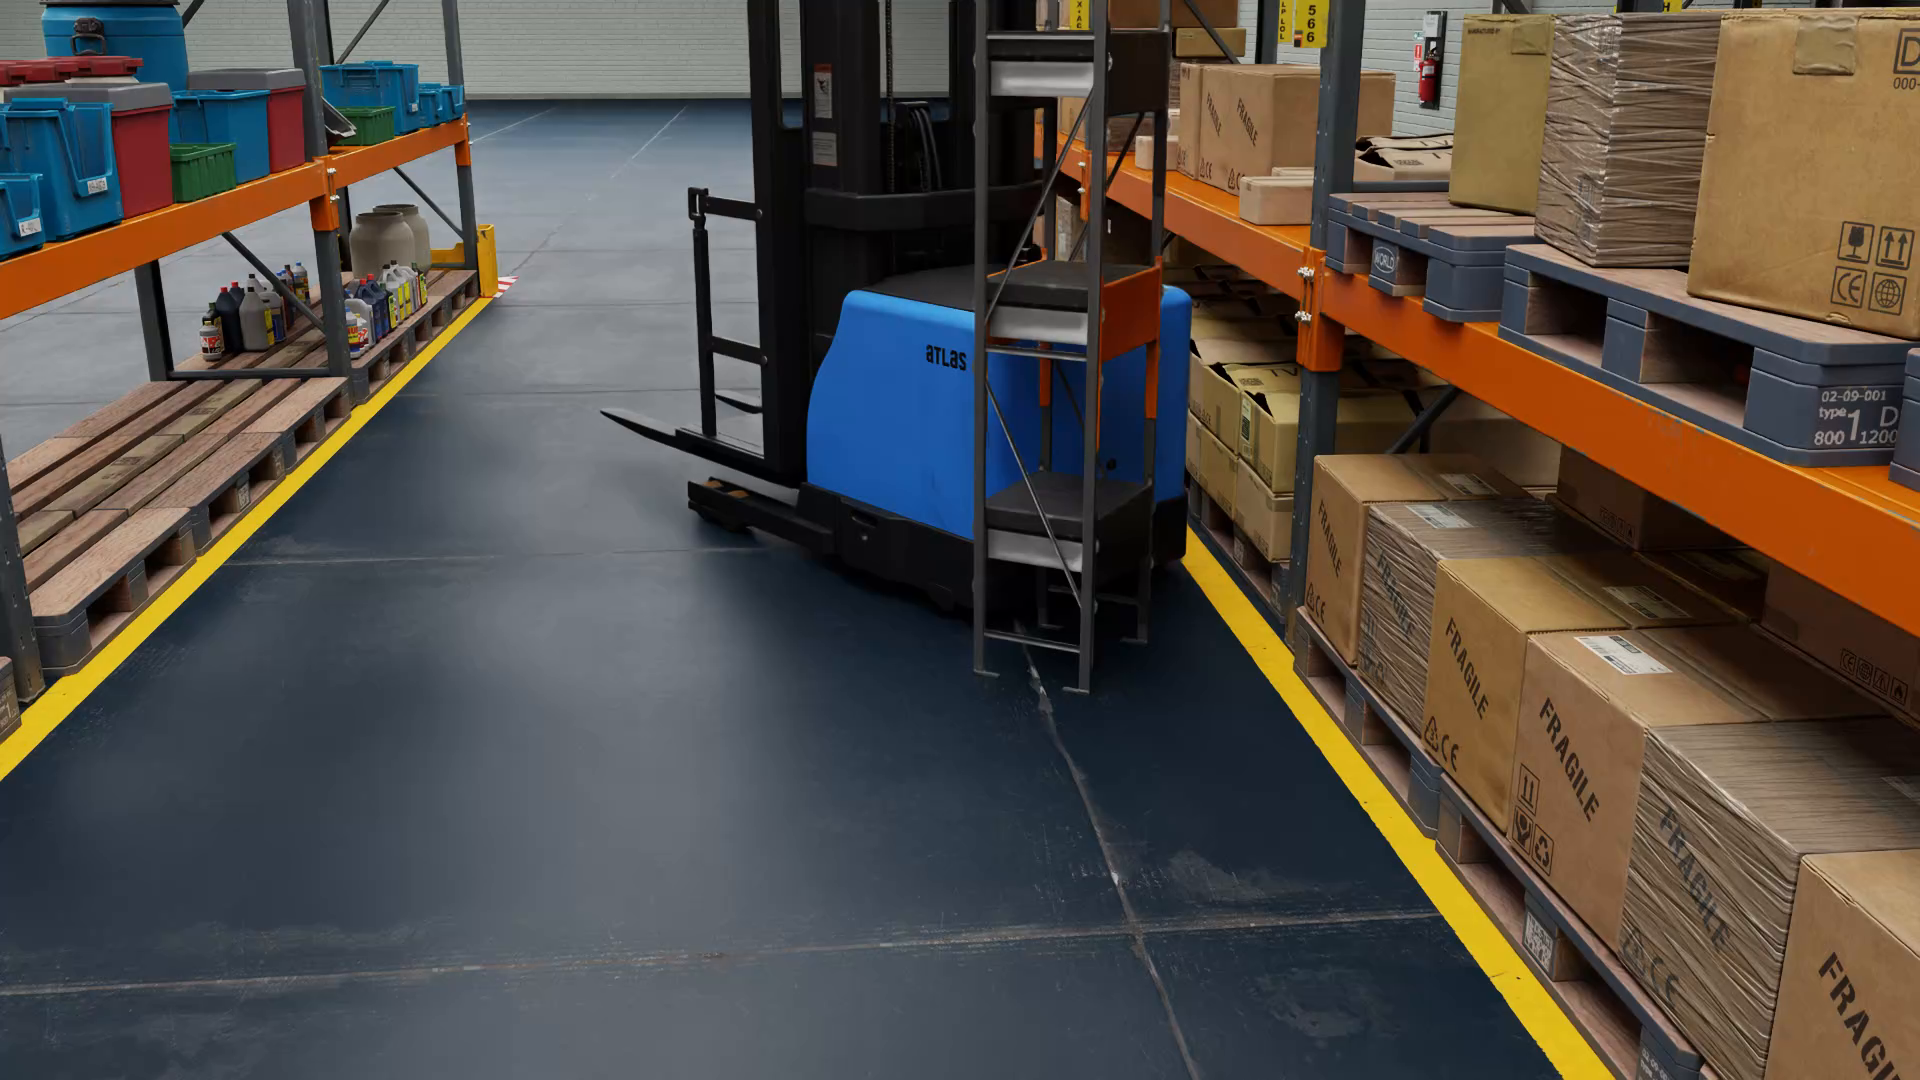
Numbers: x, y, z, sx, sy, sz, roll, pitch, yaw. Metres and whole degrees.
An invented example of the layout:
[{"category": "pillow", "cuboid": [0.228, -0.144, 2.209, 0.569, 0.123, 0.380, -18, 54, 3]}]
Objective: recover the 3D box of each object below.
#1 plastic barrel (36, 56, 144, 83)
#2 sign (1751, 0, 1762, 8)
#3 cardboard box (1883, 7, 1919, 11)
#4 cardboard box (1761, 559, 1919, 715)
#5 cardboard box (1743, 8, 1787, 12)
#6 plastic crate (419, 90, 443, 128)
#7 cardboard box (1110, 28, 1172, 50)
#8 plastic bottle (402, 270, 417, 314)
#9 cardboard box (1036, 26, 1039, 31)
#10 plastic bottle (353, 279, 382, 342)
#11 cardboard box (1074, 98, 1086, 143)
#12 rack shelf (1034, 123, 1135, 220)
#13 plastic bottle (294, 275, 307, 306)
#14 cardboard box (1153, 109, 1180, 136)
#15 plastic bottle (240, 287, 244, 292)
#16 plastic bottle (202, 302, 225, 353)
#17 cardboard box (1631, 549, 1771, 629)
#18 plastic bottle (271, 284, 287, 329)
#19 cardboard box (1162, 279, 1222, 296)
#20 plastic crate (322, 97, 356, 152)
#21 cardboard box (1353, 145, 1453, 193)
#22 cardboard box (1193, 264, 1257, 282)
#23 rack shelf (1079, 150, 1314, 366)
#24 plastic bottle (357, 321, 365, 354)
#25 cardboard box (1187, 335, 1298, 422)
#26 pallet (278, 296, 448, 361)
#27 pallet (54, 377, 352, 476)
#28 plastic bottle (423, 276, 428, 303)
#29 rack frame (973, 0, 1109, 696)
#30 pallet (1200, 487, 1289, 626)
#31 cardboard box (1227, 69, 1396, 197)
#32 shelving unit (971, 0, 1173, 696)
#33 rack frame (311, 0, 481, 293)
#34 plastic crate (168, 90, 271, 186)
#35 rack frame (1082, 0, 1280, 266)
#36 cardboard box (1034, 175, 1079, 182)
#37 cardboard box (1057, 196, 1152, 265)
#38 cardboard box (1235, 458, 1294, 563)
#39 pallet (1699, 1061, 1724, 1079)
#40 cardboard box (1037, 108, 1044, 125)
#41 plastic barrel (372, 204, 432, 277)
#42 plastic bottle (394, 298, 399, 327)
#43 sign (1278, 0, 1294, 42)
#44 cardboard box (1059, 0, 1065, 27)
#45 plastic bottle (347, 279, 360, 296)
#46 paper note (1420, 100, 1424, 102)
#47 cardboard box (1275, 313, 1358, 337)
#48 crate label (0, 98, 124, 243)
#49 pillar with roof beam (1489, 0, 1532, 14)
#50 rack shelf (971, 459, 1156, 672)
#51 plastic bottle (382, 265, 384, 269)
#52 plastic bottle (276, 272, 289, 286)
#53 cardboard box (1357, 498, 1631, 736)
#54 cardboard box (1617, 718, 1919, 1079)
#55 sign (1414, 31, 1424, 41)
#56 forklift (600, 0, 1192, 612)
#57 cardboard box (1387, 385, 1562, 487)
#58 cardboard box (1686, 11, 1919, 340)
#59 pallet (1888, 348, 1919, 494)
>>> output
[{"category": "plastic barrel", "cuboid": [-3.871, -1.893, 7.473, 0.433, 0.535, 0.433, 0, 17, 0]}, {"category": "sign", "cuboid": [6.245, -4.333, 13.009, 0.100, 0.325, 0.005, -2, 18, -6]}, {"category": "cardboard box", "cuboid": [5.747, -2.853, 9.723, 0.500, 0.500, 0.500, -2, 18, -6]}, {"category": "cardboard box", "cuboid": [2.038, 0.137, 3.419, 0.500, 0.250, 0.500, -2, 18, -7]}, {"category": "cardboard box", "cuboid": [5.594, -3.307, 11.169, 0.500, 0.500, 0.500, -1, 17, -4]}, {"category": "plastic crate", "cuboid": [-3.753, -2.908, 11.179, 0.499, 0.251, 0.408, -2, 18, -6]}, {"category": "cardboard box", "cuboid": [0.935, -2.704, 9.032, 0.380, 0.149, 0.250, -2, 18, -6]}, {"category": "plastic bottle", "cuboid": [-3.525, -1.572, 10.488, 0.152, 0.276, 0.135, -2, 18, -7]}, {"category": "cardboard box", "cuboid": [0.698, -3.390, 11.218, 0.380, 0.149, 0.250, -2, 18, -7]}, {"category": "plastic bottle", "cuboid": [-3.422, -1.320, 9.561, 0.144, 0.351, 0.185, -1, 17, -4]}, {"category": "cardboard box", "cuboid": [1.063, -2.609, 9.812, 0.700, 0.500, 0.500, -2, 18, -6]}, {"category": "rack shelf", "cuboid": [0.970, -2.525, 10.913, 1.077, 0.370, 4.000, -2, 18, -6]}, {"category": "plastic bottle", "cuboid": [-4.276, -1.606, 10.723, 0.097, 0.201, 0.097, 0, 17, 0]}, {"category": "cardboard box", "cuboid": [1.270, -2.055, 8.466, 0.500, 0.250, 0.500, -1, 17, -2]}, {"category": "plastic bottle", "cuboid": [-4.182, -1.322, 9.679, 0.061, 0.283, 0.133, -1, 17, -2]}, {"category": "plastic bottle", "cuboid": [-4.129, -1.167, 9.188, 0.061, 0.283, 0.133, -1, 17, -3]}, {"category": "cardboard box", "cuboid": [1.972, 0.328, 4.064, 0.500, 0.500, 0.500, -2, 18, -8]}, {"category": "plastic bottle", "cuboid": [-4.058, -1.381, 9.870, 0.061, 0.283, 0.133, -2, 18, -6]}, {"category": "cardboard box", "cuboid": [1.017, -1.148, 8.280, 0.500, 0.311, 0.500, -2, 18, -6]}, {"category": "plastic crate", "cuboid": [-3.679, -2.251, 8.942, 0.767, 0.338, 0.504, -2, 18, -6]}, {"category": "cardboard box", "cuboid": [1.595, -1.148, 5.474, 0.500, 0.311, 0.500, -1, 17, -2]}, {"category": "cardboard box", "cuboid": [1.503, -1.316, 8.816, 0.500, 0.311, 0.500, -2, 18, -6]}, {"category": "rack shelf", "cuboid": [1.382, -1.333, 7.117, 1.077, 0.370, 4.000, -2, 18, -6]}, {"category": "plastic bottle", "cuboid": [-3.358, -1.134, 9.218, 0.097, 0.201, 0.097, 0, 17, 0]}, {"category": "cardboard box", "cuboid": [1.180, -0.690, 6.821, 0.500, 0.311, 0.500, -2, 18, -6]}, {"category": "pallet", "cuboid": [-3.908, -1.356, 10.643, 1.003, 0.211, 1.213, -2, 18, -6]}, {"category": "pallet", "cuboid": [-3.632, -0.557, 8.099, 1.003, 0.211, 1.213, -2, 18, -6]}, {"category": "plastic bottle", "cuboid": [-3.538, -1.653, 10.873, 0.097, 0.201, 0.097, 0, 17, 0]}, {"category": "rack frame", "cuboid": [0.224, -0.548, 4.917, 0.400, 2.100, 0.015, 9, 19, 26]}, {"category": "pallet", "cuboid": [1.543, 0.003, 6.314, 1.003, 0.211, 1.213, -2, 18, -6]}, {"category": "cardboard box", "cuboid": [1.399, -1.628, 6.687, 0.500, 0.500, 0.500, -3, 18, -9]}, {"category": "shelving unit", "cuboid": [0.337, -0.613, 5.123, 0.431, 2.100, 0.503, 9, 19, 26]}, {"category": "rack frame", "cuboid": [-4.164, -3.312, 12.219, 1.000, 3.000, 0.127, -2, 18, -6]}, {"category": "plastic crate", "cuboid": [-3.328, -1.794, 7.409, 0.392, 0.384, 0.575, -2, 18, -6]}, {"category": "rack frame", "cuboid": [1.176, -2.272, 8.907, 1.000, 3.000, 0.127, -2, 18, -6]}, {"category": "cardboard box", "cuboid": [0.715, -2.246, 11.461, 0.500, 0.500, 0.500, -2, 18, -6]}, {"category": "cardboard box", "cuboid": [0.871, -1.799, 10.038, 0.500, 0.500, 0.500, -2, 18, -6]}, {"category": "cardboard box", "cuboid": [1.292, -0.118, 5.935, 0.500, 0.250, 0.500, -1, 17, -4]}, {"category": "pallet", "cuboid": [1.880, 1.201, 2.501, 1.003, 0.211, 1.213, -2, 18, -6]}, {"category": "cardboard box", "cuboid": [0.903, -3.068, 11.274, 0.700, 0.500, 0.500, -2, 18, -5]}, {"category": "plastic barrel", "cuboid": [-4.020, -2.132, 11.912, 0.421, 0.512, 0.421, 0, 17, 0]}, {"category": "plastic bottle", "cuboid": [-3.447, -1.390, 10.033, 0.097, 0.201, 0.097, 0, 17, 0]}, {"category": "sign", "cuboid": [1.715, -2.807, 8.808, 0.100, 0.325, 0.005, -2, 18, -6]}, {"category": "cardboard box", "cuboid": [0.969, -3.519, 10.547, 0.700, 0.500, 0.500, -2, 18, -6]}, {"category": "plastic bottle", "cuboid": [-3.630, -1.455, 10.116, 0.152, 0.276, 0.135, -2, 18, -6]}, {"category": "paper note", "cuboid": [5.838, -5.596, 20.964, 0.016, 0.148, 0.142, -2, 18, -6]}, {"category": "cardboard box", "cuboid": [1.660, -0.863, 7.372, 0.500, 0.311, 0.500, -2, 18, -6]}, {"category": "crate label", "cuboid": [-3.172, -1.250, 5.591, 0.502, 0.435, 0.616, -2, 18, -6]}, {"category": "pillar with roof beam", "cuboid": [1.722, -7.953, 16.986, 9.100, 9.000, 0.400, -2, 18, -6]}, {"category": "rack shelf", "cuboid": [0.337, 0.068, 5.337, 0.431, 0.518, 0.480, 9, 19, 26]}, {"category": "plastic bottle", "cuboid": [-3.645, -1.613, 10.607, 0.061, 0.283, 0.133, -2, 18, -6]}, {"category": "plastic bottle", "cuboid": [-4.241, -1.539, 10.390, 0.097, 0.271, 0.097, 0, 17, 0]}, {"category": "cardboard box", "cuboid": [1.411, 0.202, 4.463, 0.500, 0.500, 0.500, -2, 18, -8]}, {"category": "cardboard box", "cuboid": [1.571, 0.659, 3.009, 0.500, 0.500, 0.500, -2, 17, -5]}, {"category": "sign", "cuboid": [5.824, -6.397, 21.103, 0.001, 0.109, 0.331, -2, 18, -6]}, {"category": "forklift", "cuboid": [-0.483, -1.522, 6.632, 1.130, 2.935, 3.031, -14, 22, -38]}, {"category": "cardboard box", "cuboid": [1.827, -0.402, 5.902, 0.500, 0.311, 0.500, -1, 17, -4]}, {"category": "cardboard box", "cuboid": [1.758, -0.661, 2.908, 0.700, 0.500, 0.500, -6, 19, -20]}, {"category": "pallet", "cuboid": [2.027, -0.039, 2.113, 1.003, 0.211, 1.213, -2, 18, -6]}]
